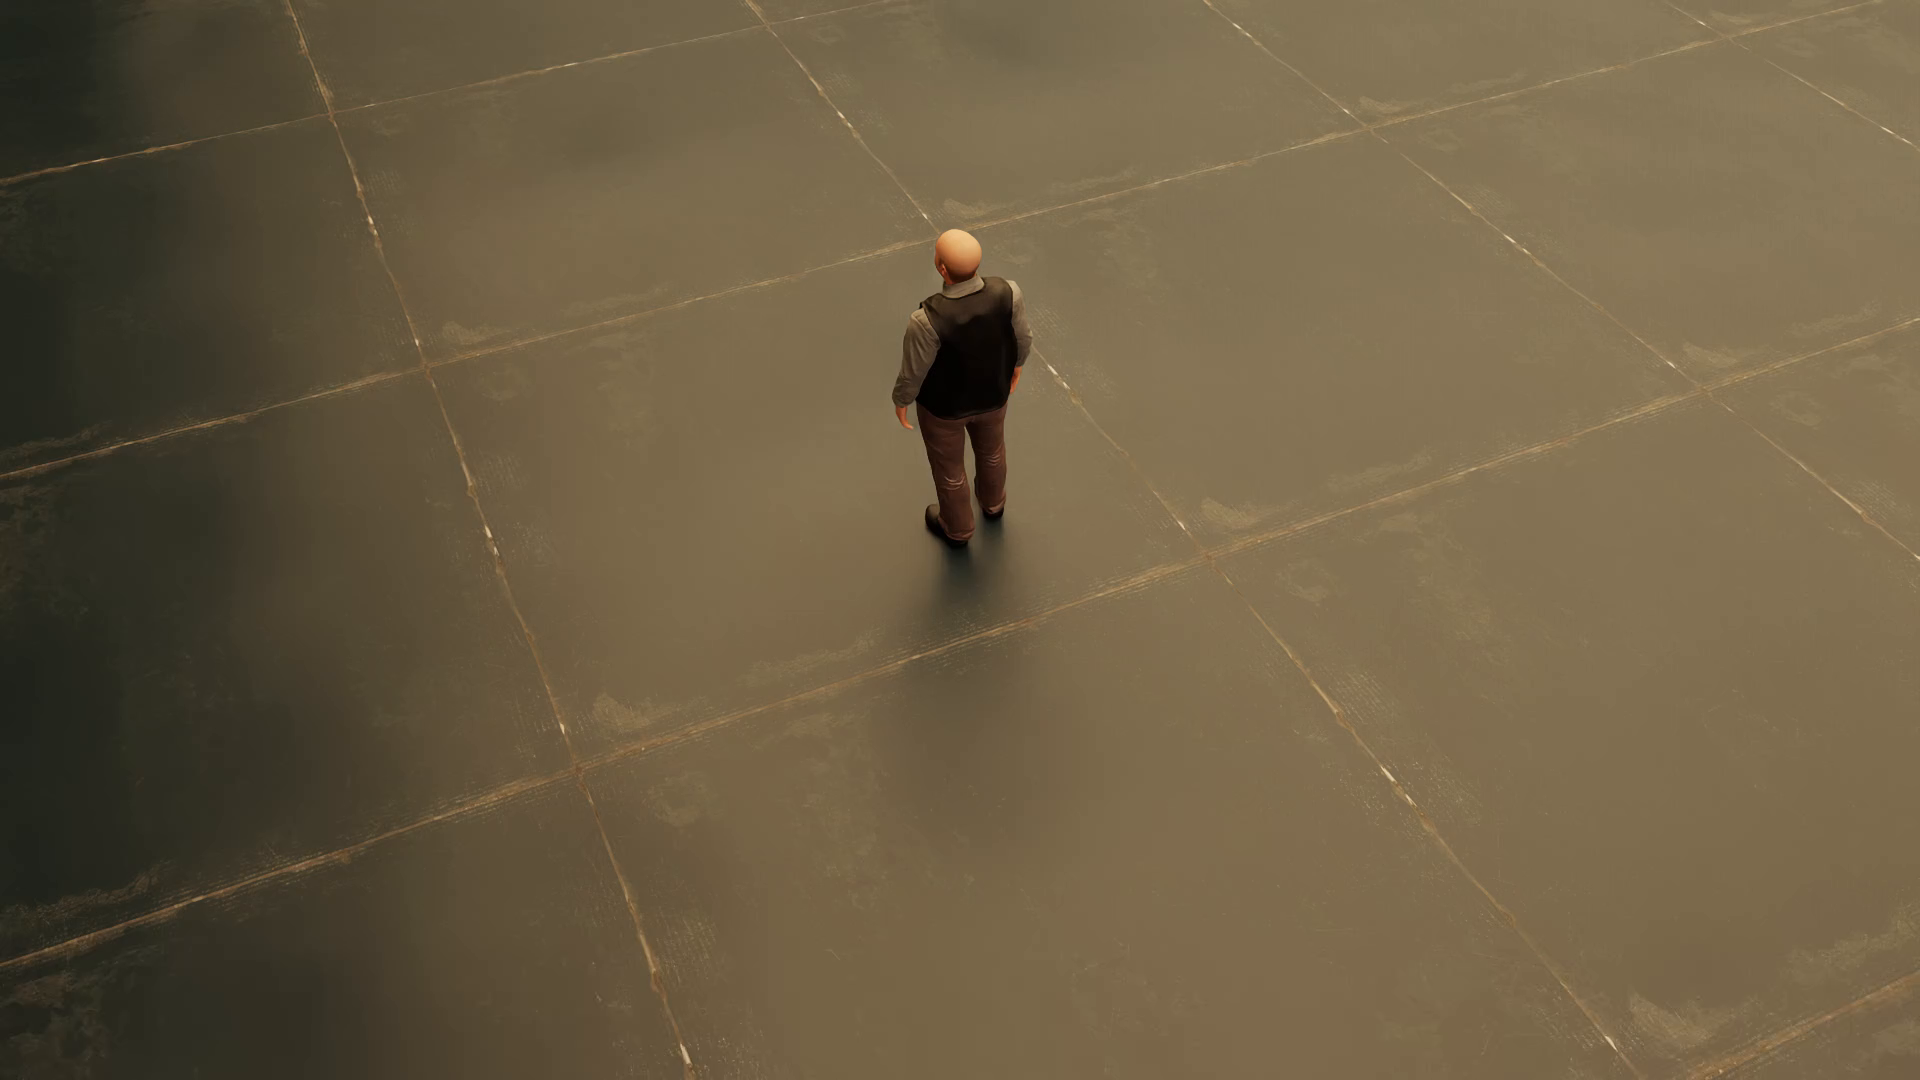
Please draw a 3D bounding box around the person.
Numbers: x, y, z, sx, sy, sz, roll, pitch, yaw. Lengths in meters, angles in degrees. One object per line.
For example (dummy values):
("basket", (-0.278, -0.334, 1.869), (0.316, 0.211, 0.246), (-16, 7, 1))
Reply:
("person", (-0.019, -0.675, 7.279), (0.632, 1.720, 0.568), (-18, 46, -18))
